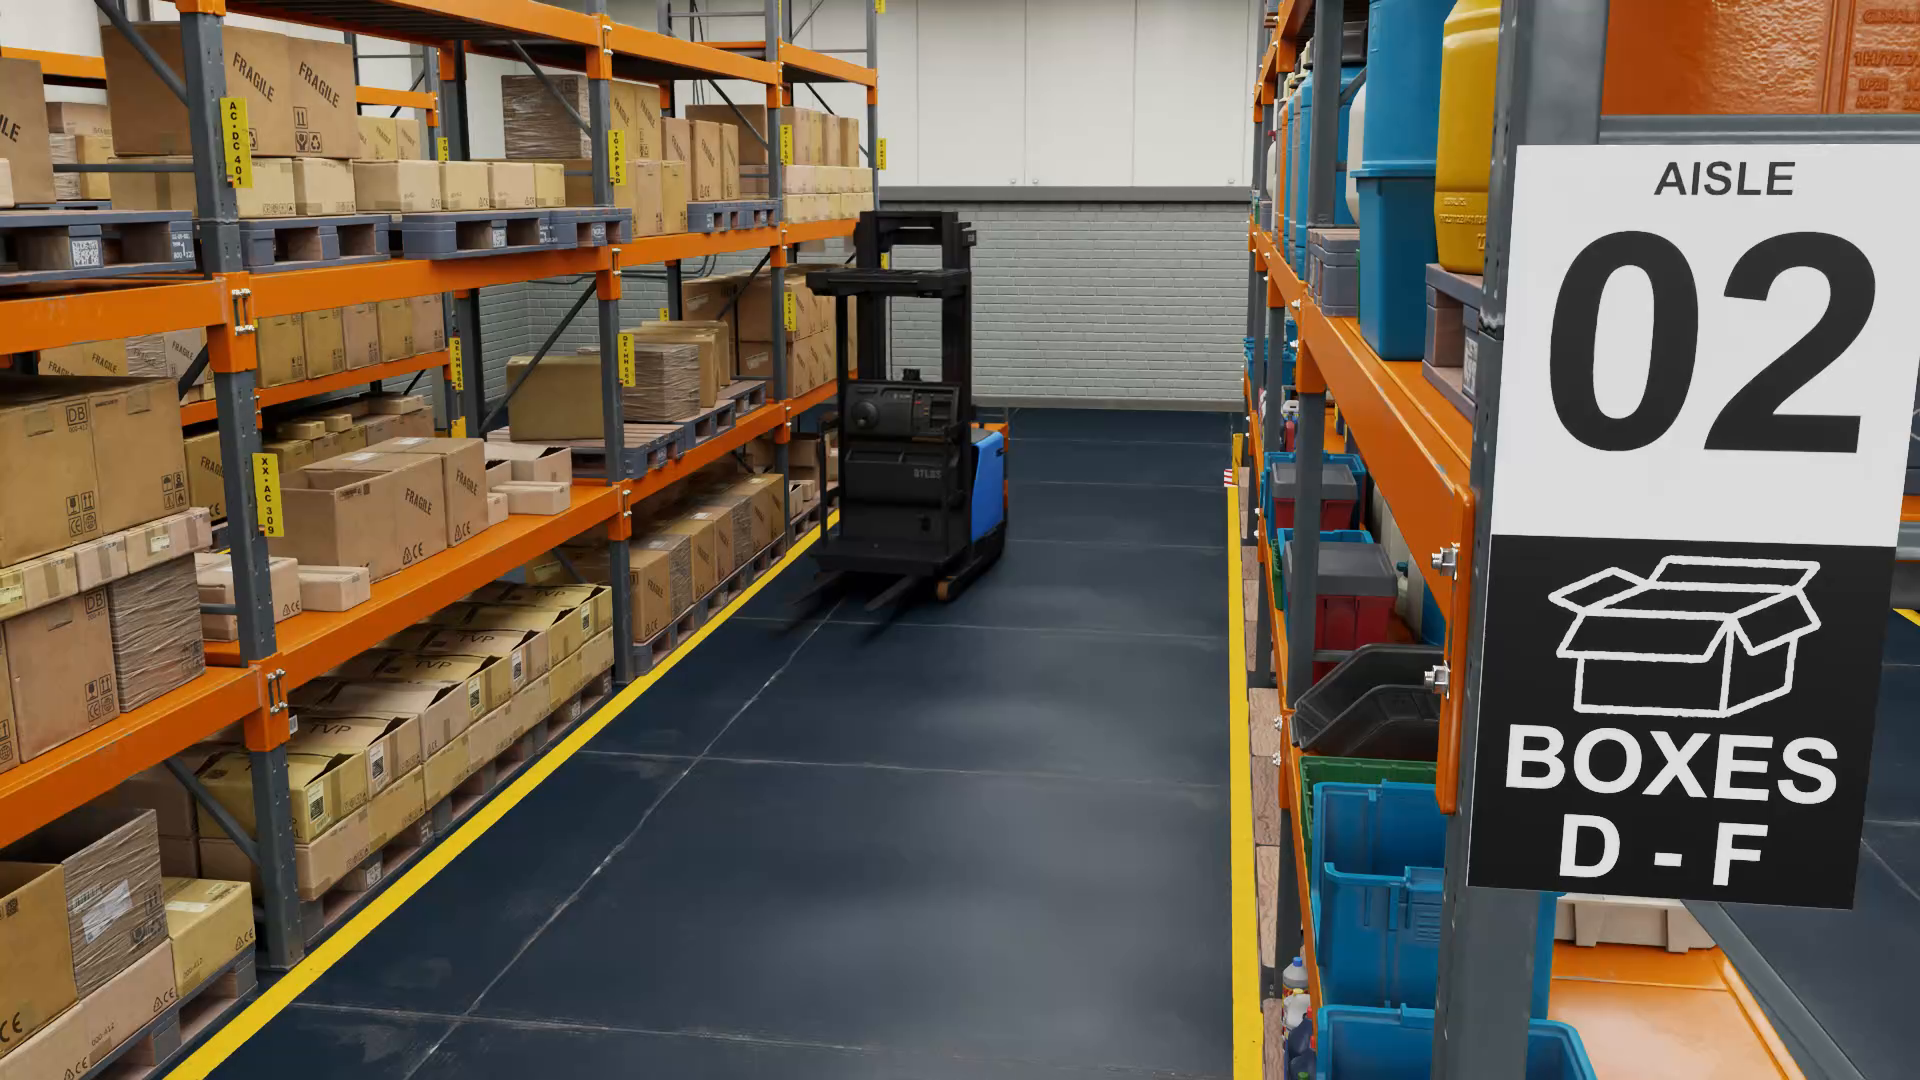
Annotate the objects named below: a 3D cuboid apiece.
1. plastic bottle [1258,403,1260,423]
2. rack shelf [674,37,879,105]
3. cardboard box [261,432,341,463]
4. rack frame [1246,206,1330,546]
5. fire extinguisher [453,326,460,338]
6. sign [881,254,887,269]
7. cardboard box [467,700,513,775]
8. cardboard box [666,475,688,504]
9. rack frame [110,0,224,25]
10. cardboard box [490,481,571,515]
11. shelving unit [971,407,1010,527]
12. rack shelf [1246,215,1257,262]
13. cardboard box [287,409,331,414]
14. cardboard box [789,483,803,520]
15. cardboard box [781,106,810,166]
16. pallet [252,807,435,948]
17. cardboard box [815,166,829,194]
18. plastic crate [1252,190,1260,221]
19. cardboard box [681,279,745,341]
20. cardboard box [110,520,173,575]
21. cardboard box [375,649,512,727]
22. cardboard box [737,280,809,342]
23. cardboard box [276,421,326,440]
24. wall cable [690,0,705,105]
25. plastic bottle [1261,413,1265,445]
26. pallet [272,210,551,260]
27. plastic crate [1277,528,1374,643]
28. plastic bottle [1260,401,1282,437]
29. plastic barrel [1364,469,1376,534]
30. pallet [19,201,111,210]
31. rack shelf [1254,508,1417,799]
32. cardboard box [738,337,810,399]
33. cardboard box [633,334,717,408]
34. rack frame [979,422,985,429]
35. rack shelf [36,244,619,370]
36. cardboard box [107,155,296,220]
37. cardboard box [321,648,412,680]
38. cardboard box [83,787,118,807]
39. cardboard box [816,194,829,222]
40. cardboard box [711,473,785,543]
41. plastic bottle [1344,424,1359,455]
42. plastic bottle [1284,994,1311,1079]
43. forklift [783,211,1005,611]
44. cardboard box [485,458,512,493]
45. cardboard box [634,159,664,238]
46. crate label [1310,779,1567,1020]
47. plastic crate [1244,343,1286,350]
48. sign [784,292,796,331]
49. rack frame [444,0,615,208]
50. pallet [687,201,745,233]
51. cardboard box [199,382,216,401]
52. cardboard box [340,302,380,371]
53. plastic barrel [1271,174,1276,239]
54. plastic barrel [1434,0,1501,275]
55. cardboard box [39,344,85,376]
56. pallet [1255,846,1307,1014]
[{"bbox_3d":[2.400,-1.021,13.083,0.097,0.201,0.097,0,12,0],"label":"plastic bottle"},{"bbox_3d":[-1.688,-4.390,15.719,1.077,0.370,4.000,2,12,9],"label":"rack shelf"},{"bbox_3d":[-6.594,-0.794,16.495,0.700,0.500,0.500,2,12,8],"label":"cardboard box"},{"bbox_3d":[2.899,-1.233,13.595,1.000,3.000,0.127,2,12,9],"label":"rack frame"},{"bbox_3d":[-5.796,-2.183,19.072,0.296,0.674,0.183,2,12,9],"label":"fire extinguisher"},{"bbox_3d":[-0.835,-2.925,17.949,0.100,0.325,0.005,2,12,9],"label":"sign"},{"bbox_3d":[-2.683,1.014,8.699,0.500,0.250,0.500,2,12,10],"label":"cardboard box"},{"bbox_3d":[-2.464,-0.453,13.085,0.500,0.250,0.500,2,12,9],"label":"cardboard box"},{"bbox_3d":[-6.891,-4.487,14.452,1.000,3.000,0.127,2,12,9],"label":"rack frame"},{"bbox_3d":[-2.476,-0.243,9.596,0.380,0.149,0.250,2,12,9],"label":"cardboard box"},{"bbox_3d":[0.083,-0.582,15.022,0.538,1.125,1.048,3,12,13],"label":"shelving unit"},{"bbox_3d":[3.206,-2.764,15.287,1.077,0.370,4.000,2,12,9],"label":"rack shelf"},{"bbox_3d":[-6.695,-1.254,17.089,0.380,0.149,0.250,2,12,8],"label":"cardboard box"},{"bbox_3d":[-1.717,-0.375,14.953,0.500,0.311,0.500,2,12,9],"label":"cardboard box"},{"bbox_3d":[-1.741,-3.600,14.848,0.700,0.500,0.500,2,12,9],"label":"cardboard box"},{"bbox_3d":[-3.151,1.479,7.627,1.003,0.211,1.213,2,12,9],"label":"pallet"},{"bbox_3d":[-1.512,-3.333,15.387,0.500,0.250,0.500,2,12,9],"label":"cardboard box"},{"bbox_3d":[2.868,-3.023,15.061,0.437,0.282,0.530,2,12,9],"label":"plastic crate"},{"bbox_3d":[-2.173,-2.046,14.755,0.500,0.500,0.500,2,12,9],"label":"cardboard box"},{"bbox_3d":[-3.096,0.020,6.004,0.380,0.149,0.250,2,12,7],"label":"cardboard box"},{"bbox_3d":[-2.681,0.738,8.649,0.500,0.311,0.500,2,12,10],"label":"cardboard box"},{"bbox_3d":[-1.645,-2.021,14.640,0.500,0.500,0.500,2,12,10],"label":"cardboard box"},{"bbox_3d":[-6.441,-1.072,16.245,0.380,0.149,0.250,2,12,11],"label":"cardboard box"},{"bbox_3d":[-2.379,-7.348,23.114,3.097,2.526,0.112,2,12,9],"label":"wall cable"},{"bbox_3d":[2.228,-0.822,11.992,0.097,0.271,0.097,0,12,0],"label":"plastic bottle"},{"bbox_3d":[-2.796,-1.559,8.434,1.003,0.211,1.213,2,12,11],"label":"pallet"},{"bbox_3d":[1.530,0.200,6.981,0.392,0.384,0.575,2,12,9],"label":"plastic crate"},{"bbox_3d":[2.308,-0.896,12.324,0.152,0.276,0.135,2,12,9],"label":"plastic bottle"},{"bbox_3d":[2.336,-0.234,8.694,0.421,0.512,0.421,0,12,0],"label":"plastic barrel"},{"bbox_3d":[-7.290,-2.464,12.635,1.003,0.211,1.213,2,12,11],"label":"pallet"},{"bbox_3d":[1.976,0.368,7.875,1.077,0.370,4.000,2,12,9],"label":"rack shelf"},{"bbox_3d":[-1.648,-1.540,14.784,0.500,0.500,0.500,2,12,10],"label":"cardboard box"},{"bbox_3d":[-2.206,-1.279,12.573,0.700,0.500,0.500,-1,12,-6],"label":"cardboard box"},{"bbox_3d":[-0.035,-0.477,14.539,0.500,1.125,0.032,3,12,13],"label":"rack frame"},{"bbox_3d":[-2.918,-1.260,8.307,1.077,0.370,4.000,2,12,9],"label":"rack shelf"},{"bbox_3d":[-3.121,-1.455,6.865,0.500,0.250,0.500,3,13,15],"label":"cardboard box"},{"bbox_3d":[-3.213,0.725,8.707,0.500,0.311,0.500,2,12,8],"label":"cardboard box"},{"bbox_3d":[-3.606,1.130,6.381,0.500,0.500,0.500,2,12,9],"label":"cardboard box"},{"bbox_3d":[-1.517,-3.089,15.441,0.500,0.250,0.500,2,12,9],"label":"cardboard box"},{"bbox_3d":[-1.788,-0.275,14.040,0.500,0.500,0.500,2,12,8],"label":"cardboard box"},{"bbox_3d":[2.740,-0.755,11.492,0.144,0.351,0.185,2,12,9],"label":"plastic bottle"},{"bbox_3d":[1.163,1.669,5.550,0.152,0.276,0.135,2,12,11],"label":"plastic bottle"},{"bbox_3d":[-0.515,-1.048,12.900,1.130,2.935,3.031,4,13,16],"label":"forklift"},{"bbox_3d":[-2.939,-0.338,9.654,0.500,0.311,0.500,2,12,8],"label":"cardboard box"},{"bbox_3d":[-2.498,-2.275,11.072,0.910,0.500,0.500,2,12,9],"label":"cardboard box"},{"bbox_3d":[1.069,0.856,3.819,0.502,0.435,0.616,2,12,9],"label":"crate label"},{"bbox_3d":[3.049,-1.835,16.645,0.416,0.233,0.300,2,12,9],"label":"plastic crate"},{"bbox_3d":[-1.446,-1.943,14.141,0.100,0.325,0.005,2,12,9],"label":"sign"},{"bbox_3d":[-2.611,-3.494,9.848,1.000,3.000,0.127,2,12,9],"label":"rack frame"},{"bbox_3d":[-2.321,-2.419,12.425,1.213,0.211,1.003,2,12,9],"label":"pallet"},{"bbox_3d":[-6.678,-1.308,14.492,0.380,0.149,0.250,2,12,10],"label":"cardboard box"},{"bbox_3d":[-6.571,-2.117,16.983,0.980,0.700,0.700,1,12,6],"label":"cardboard box"},{"bbox_3d":[1.933,-1.867,9.149,0.421,0.512,0.421,0,12,0],"label":"plastic barrel"},{"bbox_3d":[1.103,-0.740,2.744,0.600,0.588,0.600,0,12,0],"label":"plastic barrel"},{"bbox_3d":[-7.011,-1.230,12.591,0.500,0.500,0.500,2,12,8],"label":"cardboard box"},{"bbox_3d":[1.751,1.631,6.926,1.003,0.211,1.213,2,12,9],"label":"pallet"}]
